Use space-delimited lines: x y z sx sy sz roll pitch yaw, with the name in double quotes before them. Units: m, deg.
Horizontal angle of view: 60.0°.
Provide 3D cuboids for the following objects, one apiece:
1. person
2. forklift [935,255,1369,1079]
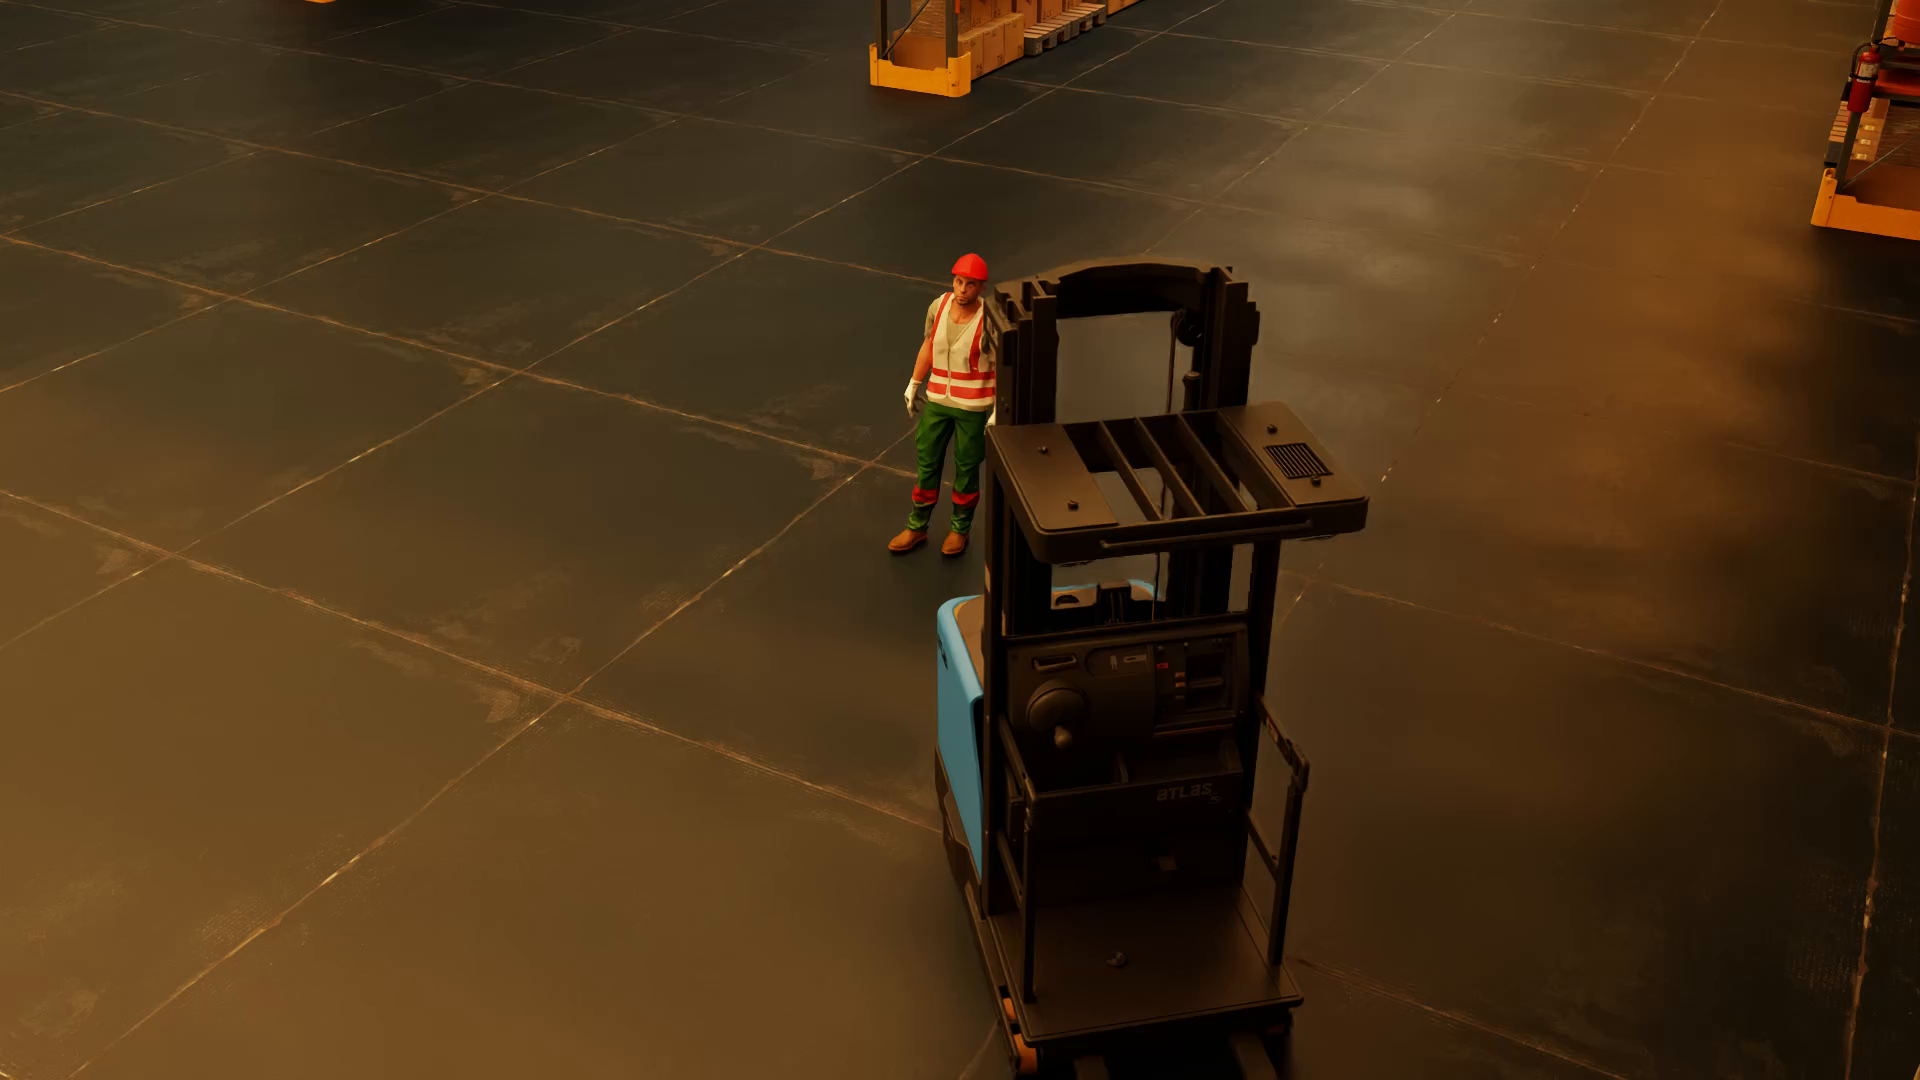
"person" -0.050 -0.749 9.496 0.637 1.790 0.562 15 33 25
"forklift" 0.680 0.594 6.041 1.130 2.935 3.031 -6 30 -10
